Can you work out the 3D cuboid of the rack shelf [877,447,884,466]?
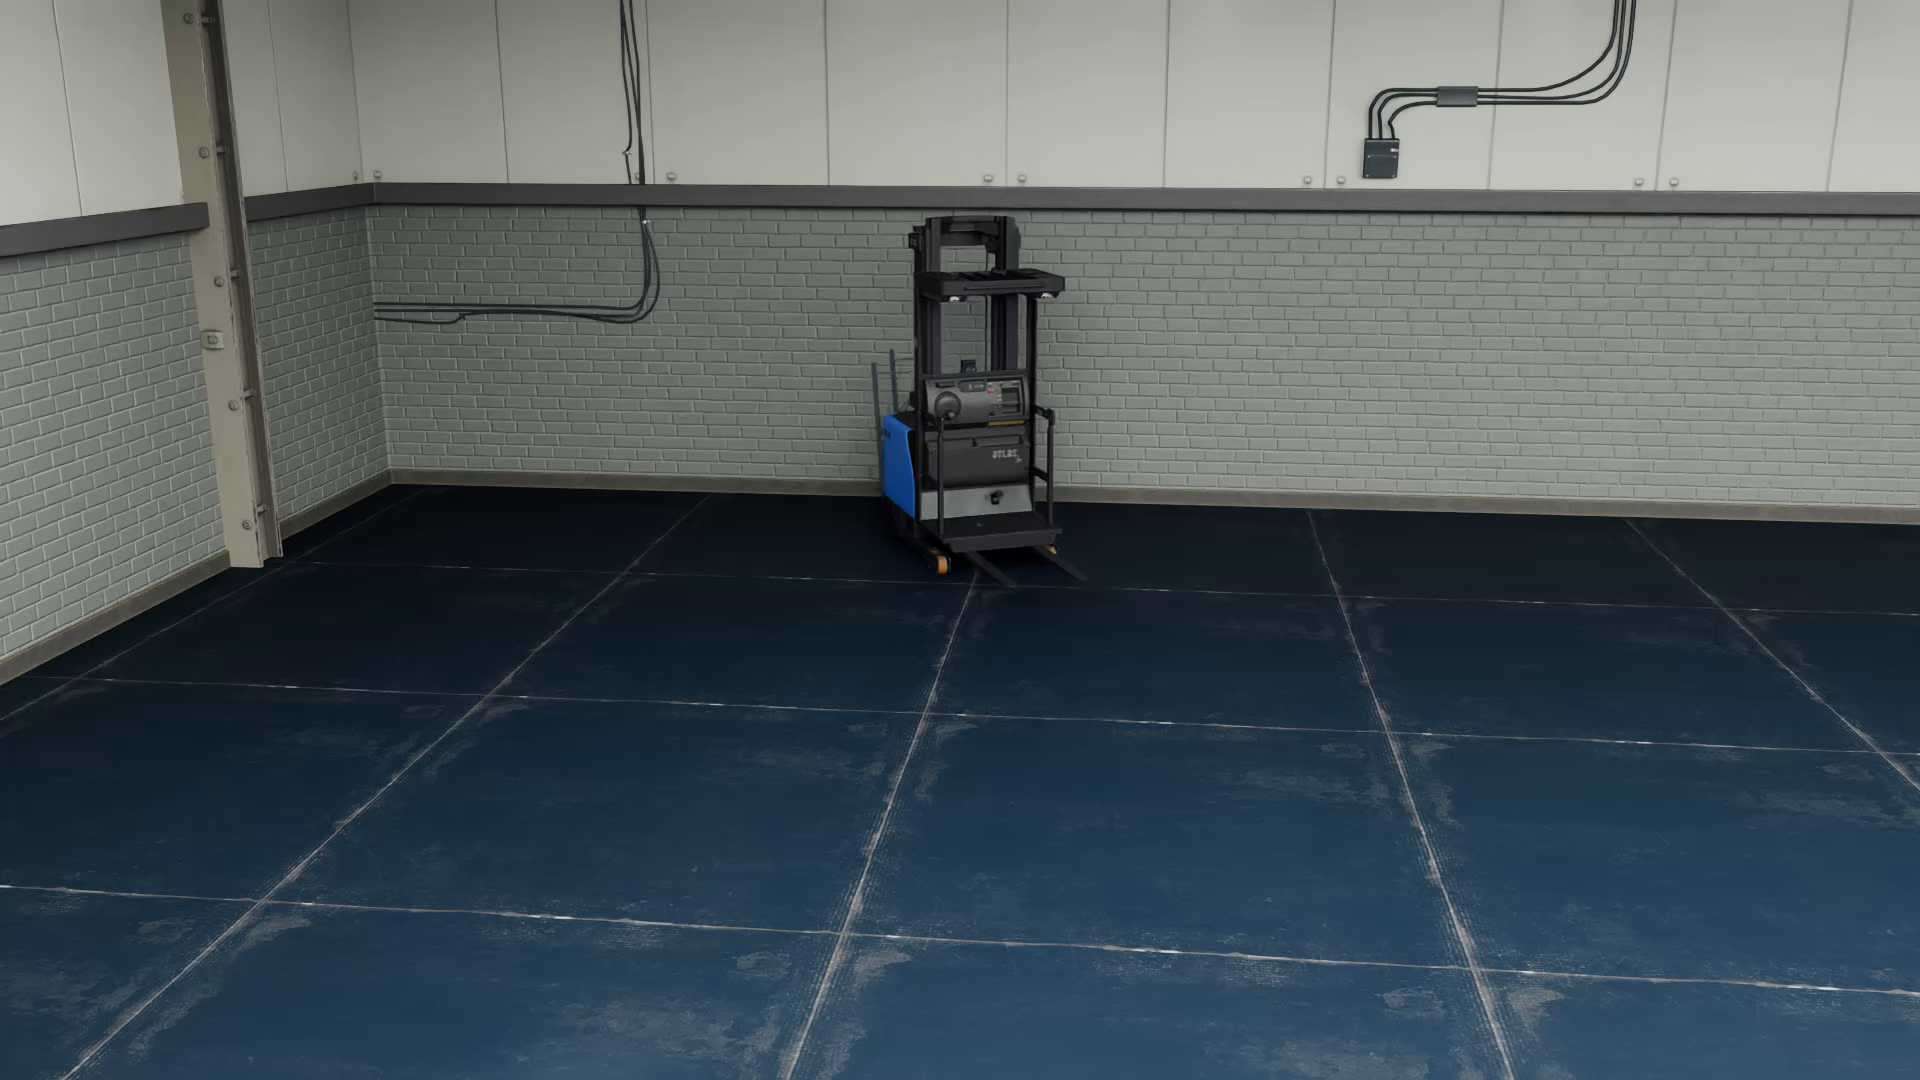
[{"bbox_3d":[-0.457,-0.875,16.165,0.538,0.185,1.000,-2,13,8],"label":"rack shelf"}]

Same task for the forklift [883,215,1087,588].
[{"bbox_3d":[0.221,-1.235,14.201,1.130,2.935,3.031,-5,16,-18],"label":"forklift"}]

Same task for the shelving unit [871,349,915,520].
[{"bbox_3d":[-0.468,-1.050,16.124,0.538,1.500,1.048,-2,13,8],"label":"shelving unit"}]

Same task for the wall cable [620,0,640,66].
[{"bbox_3d":[-1.839,-5.745,15.532,3.097,2.526,0.112,2,15,6],"label":"wall cable"}]

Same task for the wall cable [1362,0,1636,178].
[{"bbox_3d":[4.904,-6.244,14.587,2.305,6.003,0.169,2,15,6],"label":"wall cable"}]

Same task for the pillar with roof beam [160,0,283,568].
[{"bbox_3d":[-1.896,-4.034,12.930,9.100,9.000,0.400,2,15,6],"label":"pillar with roof beam"}]

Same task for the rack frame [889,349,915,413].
[{"bbox_3d":[-0.404,-1.167,16.615,0.500,1.500,0.032,-2,13,8],"label":"rack frame"}]

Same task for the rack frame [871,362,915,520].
[{"bbox_3d":[-0.533,-0.932,15.634,0.500,1.500,0.032,-2,13,8],"label":"rack frame"}]

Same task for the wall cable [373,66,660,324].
[{"bbox_3d":[-4.527,-3.387,16.486,3.097,2.526,0.112,2,15,6],"label":"wall cable"}]
